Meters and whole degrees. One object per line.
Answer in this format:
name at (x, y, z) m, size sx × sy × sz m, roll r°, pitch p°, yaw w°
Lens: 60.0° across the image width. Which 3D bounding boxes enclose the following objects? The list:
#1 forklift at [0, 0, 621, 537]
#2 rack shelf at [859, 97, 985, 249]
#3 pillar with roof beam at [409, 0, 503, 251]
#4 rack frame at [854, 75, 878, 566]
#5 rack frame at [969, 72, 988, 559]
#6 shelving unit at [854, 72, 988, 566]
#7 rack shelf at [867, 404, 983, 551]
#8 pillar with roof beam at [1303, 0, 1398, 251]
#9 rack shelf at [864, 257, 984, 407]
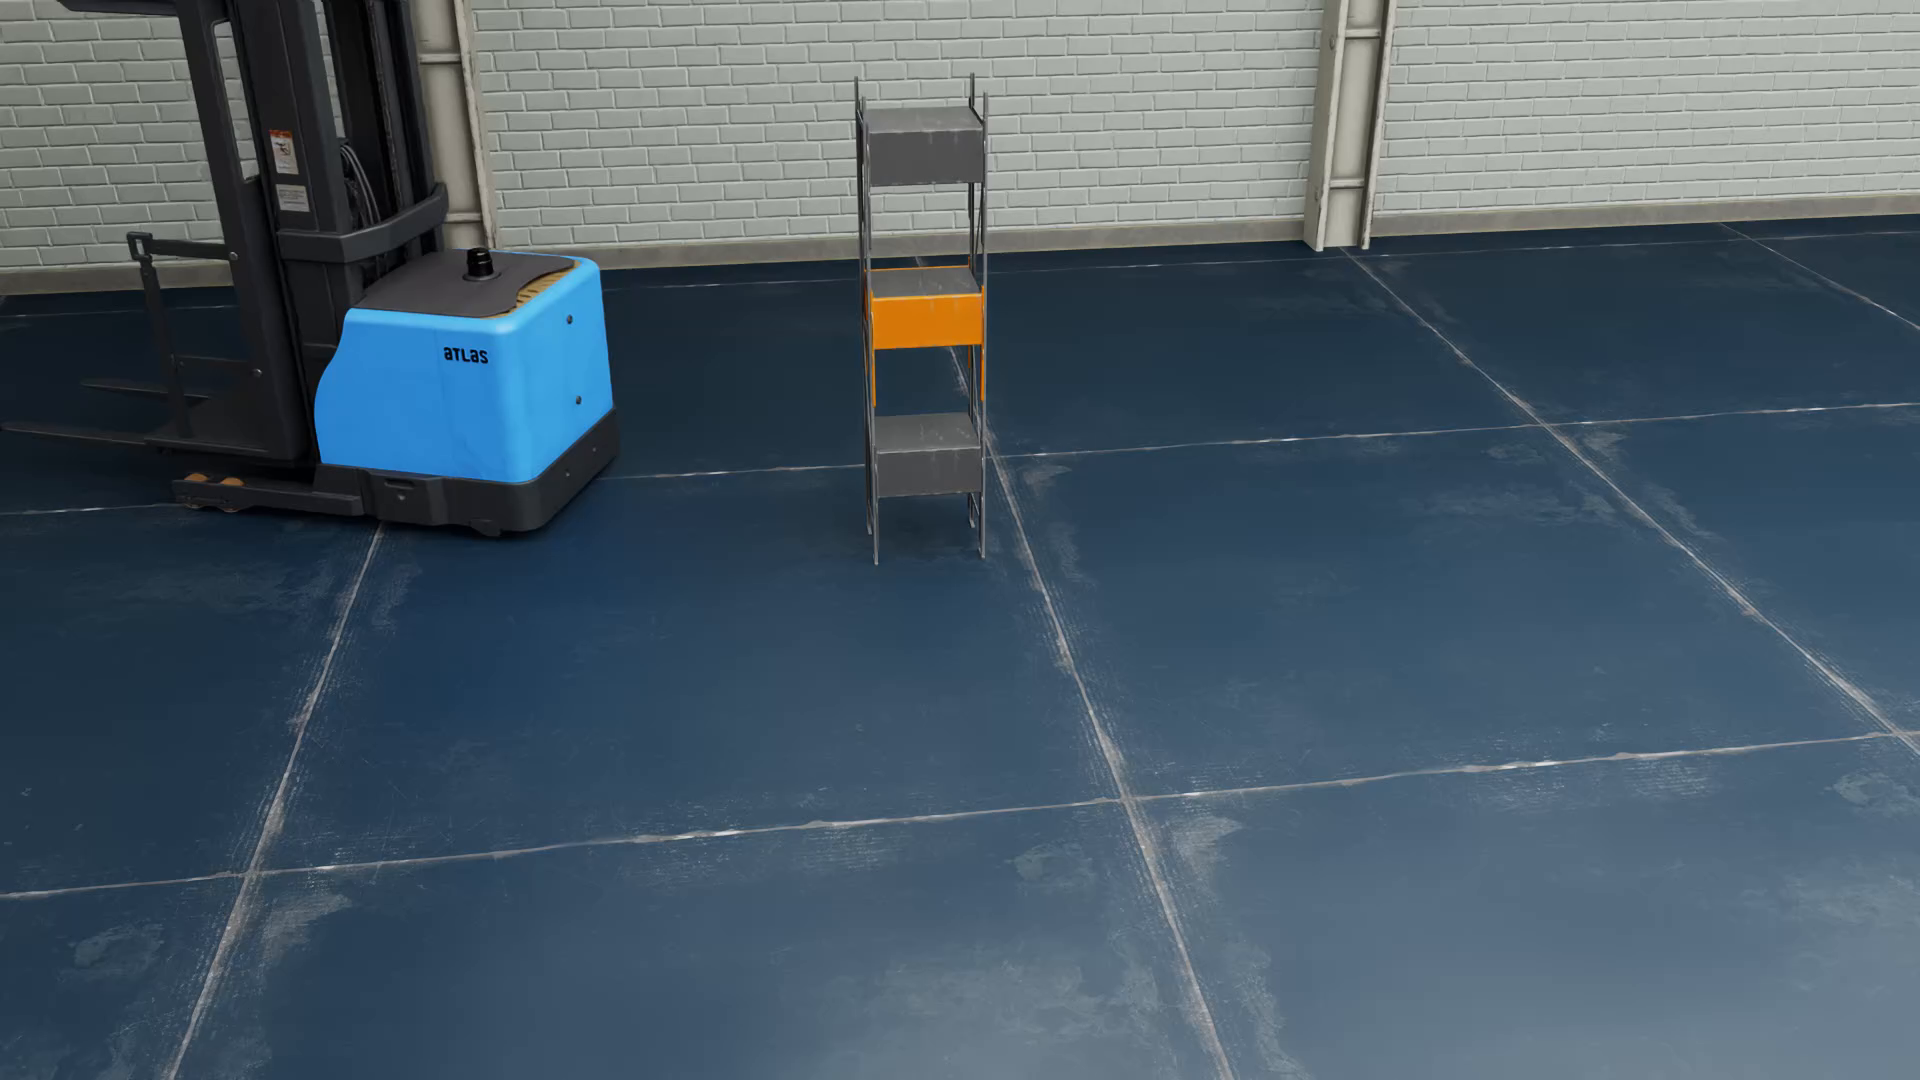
forklift at (-3.306, -1.661, 7.776) m, size 3.031 × 2.935 × 1.130 m, roll 6°, pitch 28°, yaw 12°
rack shelf at (-0.164, -1.534, 6.937) m, size 0.480 × 0.518 × 0.431 m, roll -4°, pitch 27°, yaw -7°
pillar with roof beam at (-2.663, -3.793, 5.285) m, size 0.400 × 9.000 × 9.100 m, roll -4°, pitch 27°, yaw -7°
rack frame at (-0.406, -0.908, 7.220) m, size 0.015 × 2.100 × 0.400 m, roll -4°, pitch 27°, yaw -7°
rack frame at (0.078, -0.939, 7.280) m, size 0.015 × 2.100 × 0.400 m, roll -4°, pitch 27°, yaw -7°
shelving unit at (-0.164, -0.924, 7.250) m, size 0.503 × 2.100 × 0.431 m, roll -4°, pitch 27°, yaw -7°
rack shelf at (-0.164, -0.289, 7.576) m, size 0.480 × 0.518 × 0.431 m, roll -4°, pitch 27°, yaw -7°
pillar with roof beam at (3.279, -4.175, 6.029) m, size 0.400 × 9.000 × 9.100 m, roll -4°, pitch 27°, yaw -7°
rack shelf at (-0.164, -0.912, 7.256) m, size 0.480 × 0.518 × 0.431 m, roll -4°, pitch 27°, yaw -7°
